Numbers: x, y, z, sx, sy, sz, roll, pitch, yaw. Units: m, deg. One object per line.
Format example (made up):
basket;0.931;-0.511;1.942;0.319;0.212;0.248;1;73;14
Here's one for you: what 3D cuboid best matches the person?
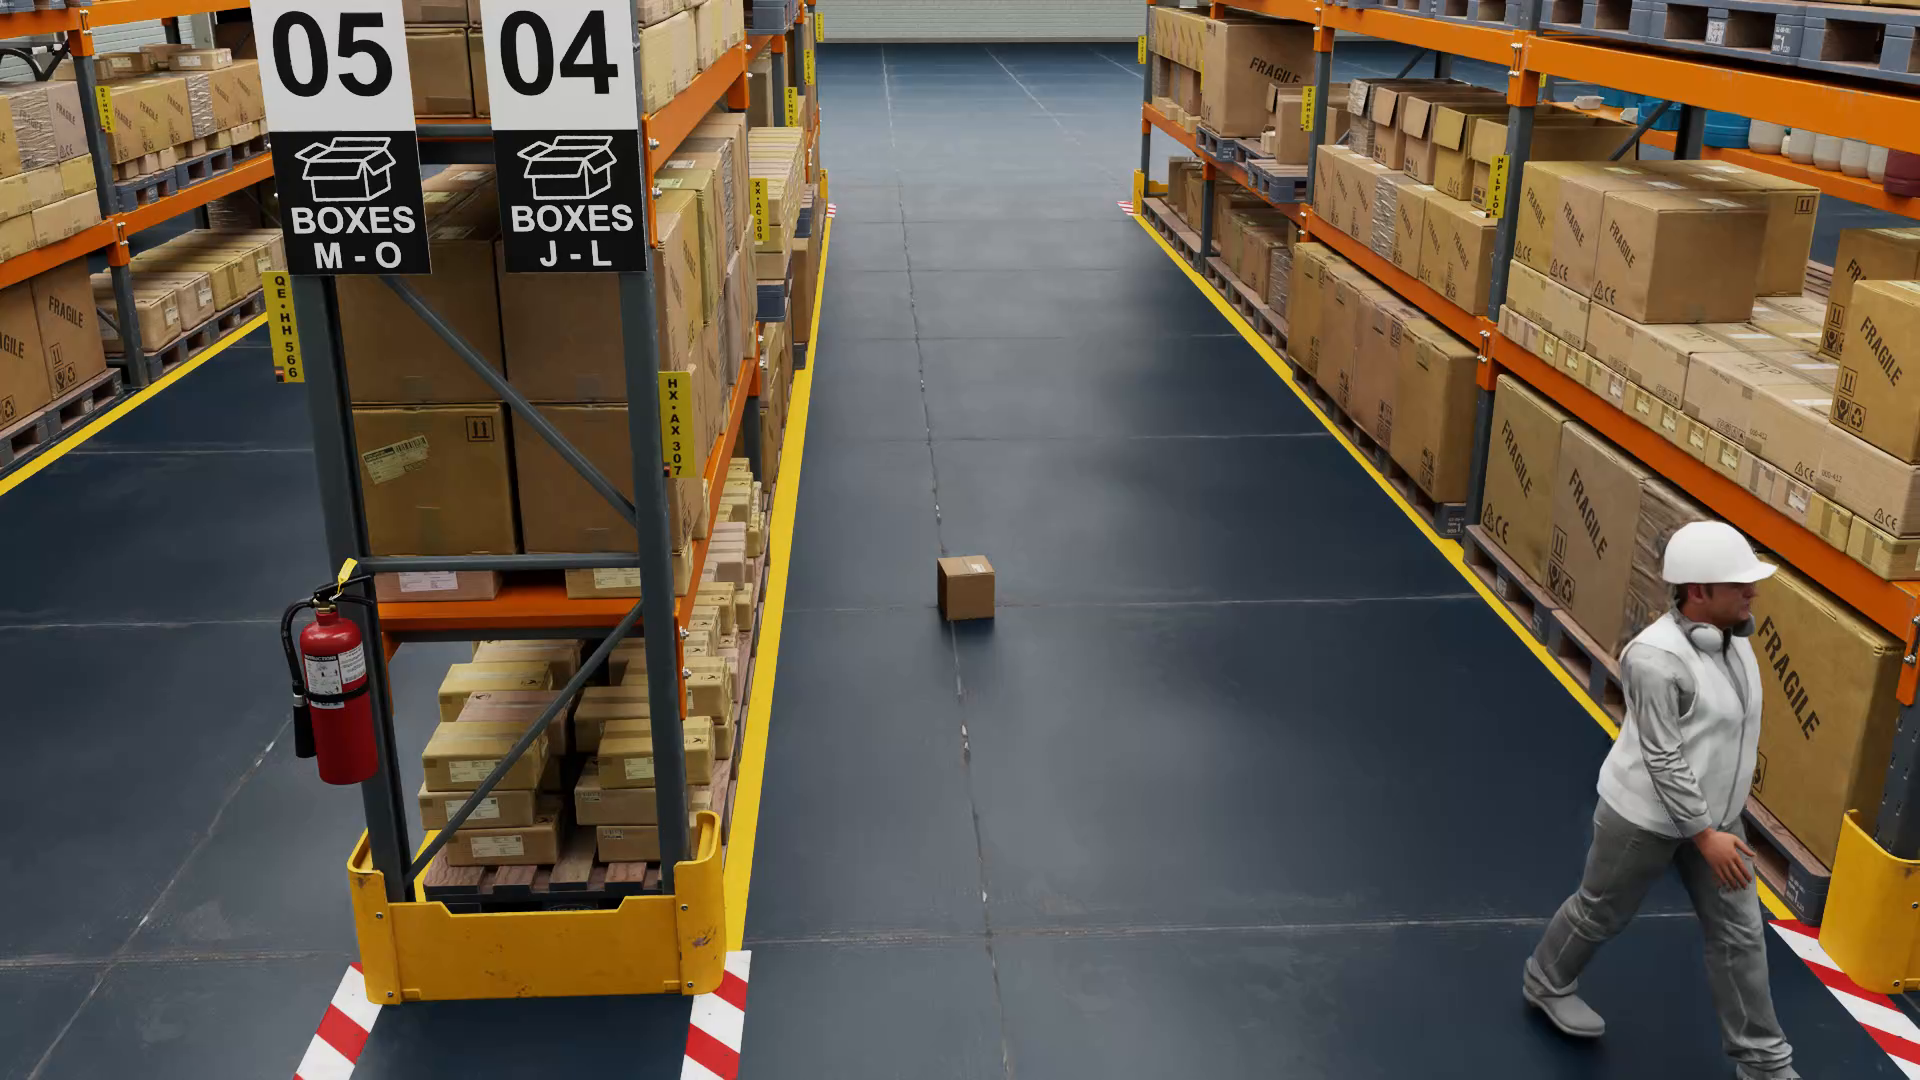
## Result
person;2.159;0.798;4.838;0.539;1.737;0.945;-13;24;-31
